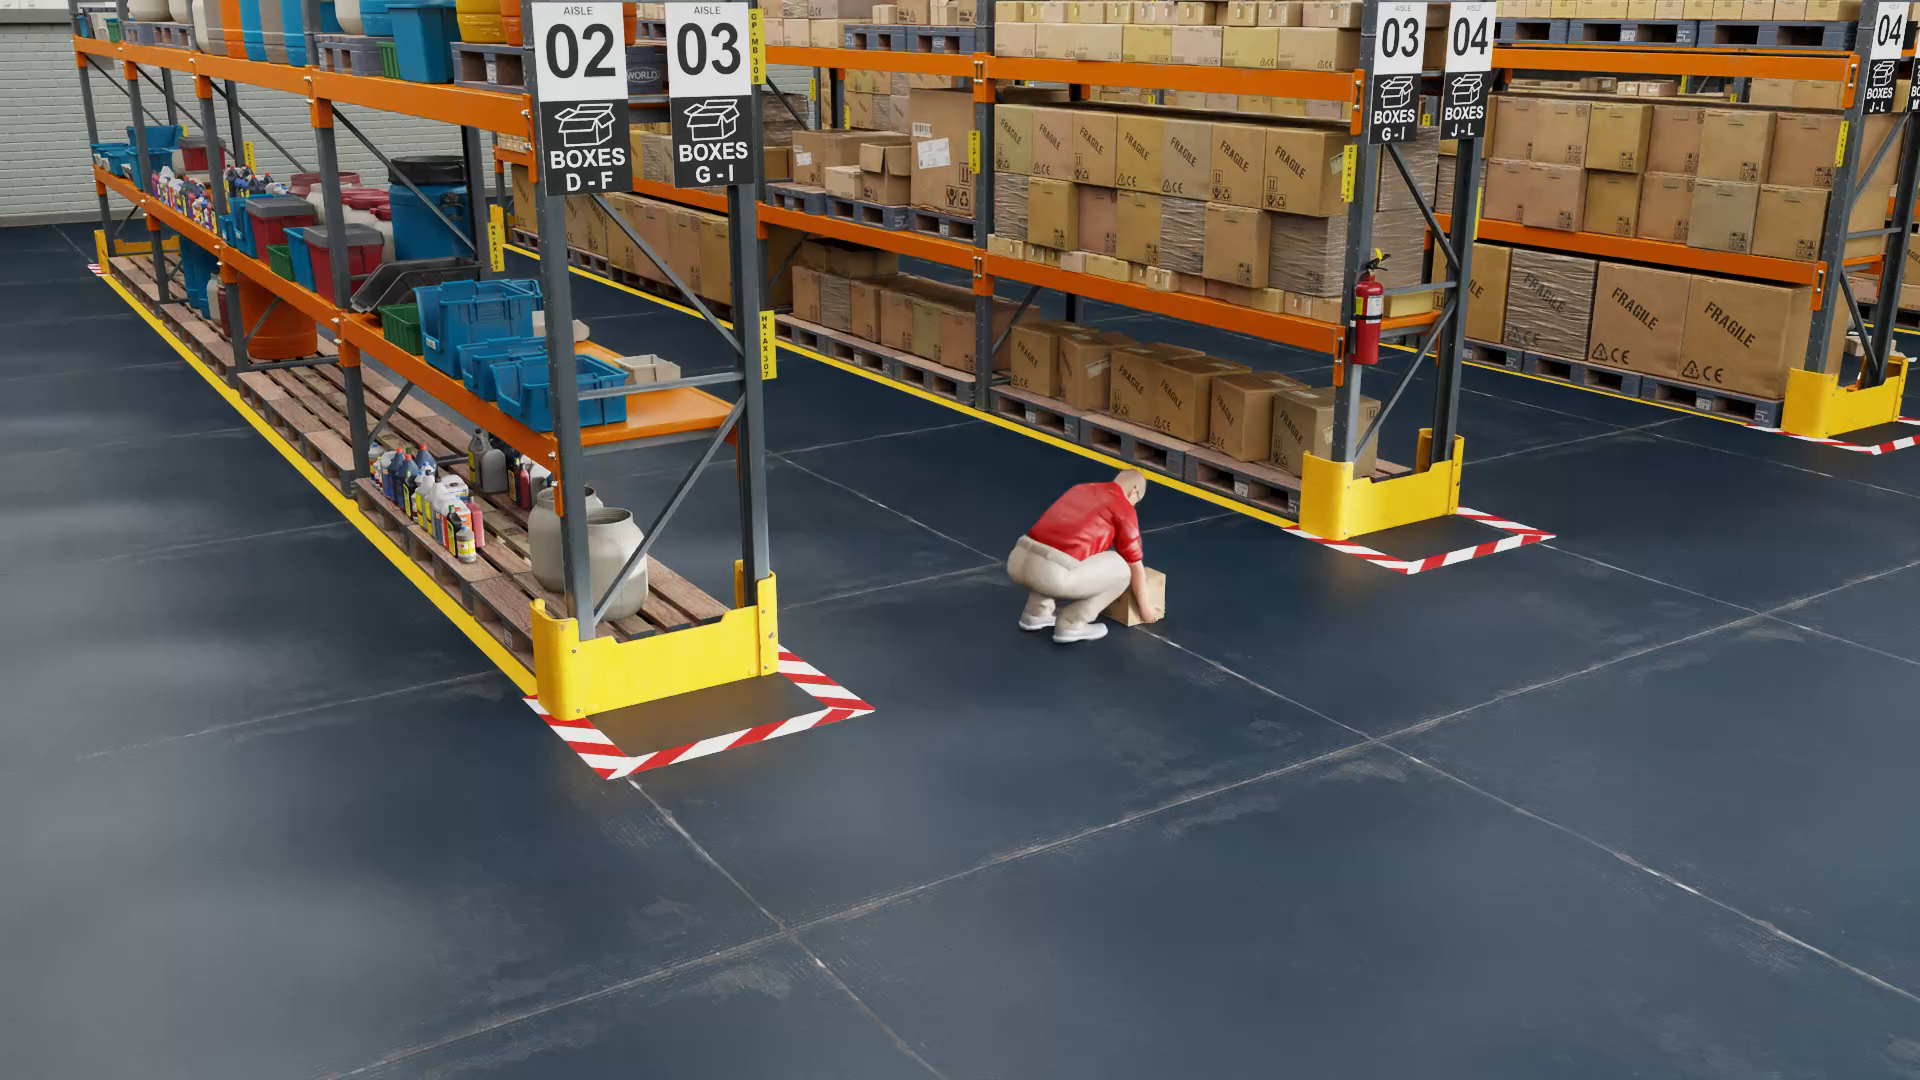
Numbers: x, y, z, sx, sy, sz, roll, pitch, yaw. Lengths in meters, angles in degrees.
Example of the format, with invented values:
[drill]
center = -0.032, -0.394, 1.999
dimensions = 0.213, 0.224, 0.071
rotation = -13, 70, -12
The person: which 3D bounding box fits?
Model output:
[person]
center = 0.655, 0.100, 8.828
dimensions = 0.872, 0.857, 0.540
rotation = -11, 21, -32
